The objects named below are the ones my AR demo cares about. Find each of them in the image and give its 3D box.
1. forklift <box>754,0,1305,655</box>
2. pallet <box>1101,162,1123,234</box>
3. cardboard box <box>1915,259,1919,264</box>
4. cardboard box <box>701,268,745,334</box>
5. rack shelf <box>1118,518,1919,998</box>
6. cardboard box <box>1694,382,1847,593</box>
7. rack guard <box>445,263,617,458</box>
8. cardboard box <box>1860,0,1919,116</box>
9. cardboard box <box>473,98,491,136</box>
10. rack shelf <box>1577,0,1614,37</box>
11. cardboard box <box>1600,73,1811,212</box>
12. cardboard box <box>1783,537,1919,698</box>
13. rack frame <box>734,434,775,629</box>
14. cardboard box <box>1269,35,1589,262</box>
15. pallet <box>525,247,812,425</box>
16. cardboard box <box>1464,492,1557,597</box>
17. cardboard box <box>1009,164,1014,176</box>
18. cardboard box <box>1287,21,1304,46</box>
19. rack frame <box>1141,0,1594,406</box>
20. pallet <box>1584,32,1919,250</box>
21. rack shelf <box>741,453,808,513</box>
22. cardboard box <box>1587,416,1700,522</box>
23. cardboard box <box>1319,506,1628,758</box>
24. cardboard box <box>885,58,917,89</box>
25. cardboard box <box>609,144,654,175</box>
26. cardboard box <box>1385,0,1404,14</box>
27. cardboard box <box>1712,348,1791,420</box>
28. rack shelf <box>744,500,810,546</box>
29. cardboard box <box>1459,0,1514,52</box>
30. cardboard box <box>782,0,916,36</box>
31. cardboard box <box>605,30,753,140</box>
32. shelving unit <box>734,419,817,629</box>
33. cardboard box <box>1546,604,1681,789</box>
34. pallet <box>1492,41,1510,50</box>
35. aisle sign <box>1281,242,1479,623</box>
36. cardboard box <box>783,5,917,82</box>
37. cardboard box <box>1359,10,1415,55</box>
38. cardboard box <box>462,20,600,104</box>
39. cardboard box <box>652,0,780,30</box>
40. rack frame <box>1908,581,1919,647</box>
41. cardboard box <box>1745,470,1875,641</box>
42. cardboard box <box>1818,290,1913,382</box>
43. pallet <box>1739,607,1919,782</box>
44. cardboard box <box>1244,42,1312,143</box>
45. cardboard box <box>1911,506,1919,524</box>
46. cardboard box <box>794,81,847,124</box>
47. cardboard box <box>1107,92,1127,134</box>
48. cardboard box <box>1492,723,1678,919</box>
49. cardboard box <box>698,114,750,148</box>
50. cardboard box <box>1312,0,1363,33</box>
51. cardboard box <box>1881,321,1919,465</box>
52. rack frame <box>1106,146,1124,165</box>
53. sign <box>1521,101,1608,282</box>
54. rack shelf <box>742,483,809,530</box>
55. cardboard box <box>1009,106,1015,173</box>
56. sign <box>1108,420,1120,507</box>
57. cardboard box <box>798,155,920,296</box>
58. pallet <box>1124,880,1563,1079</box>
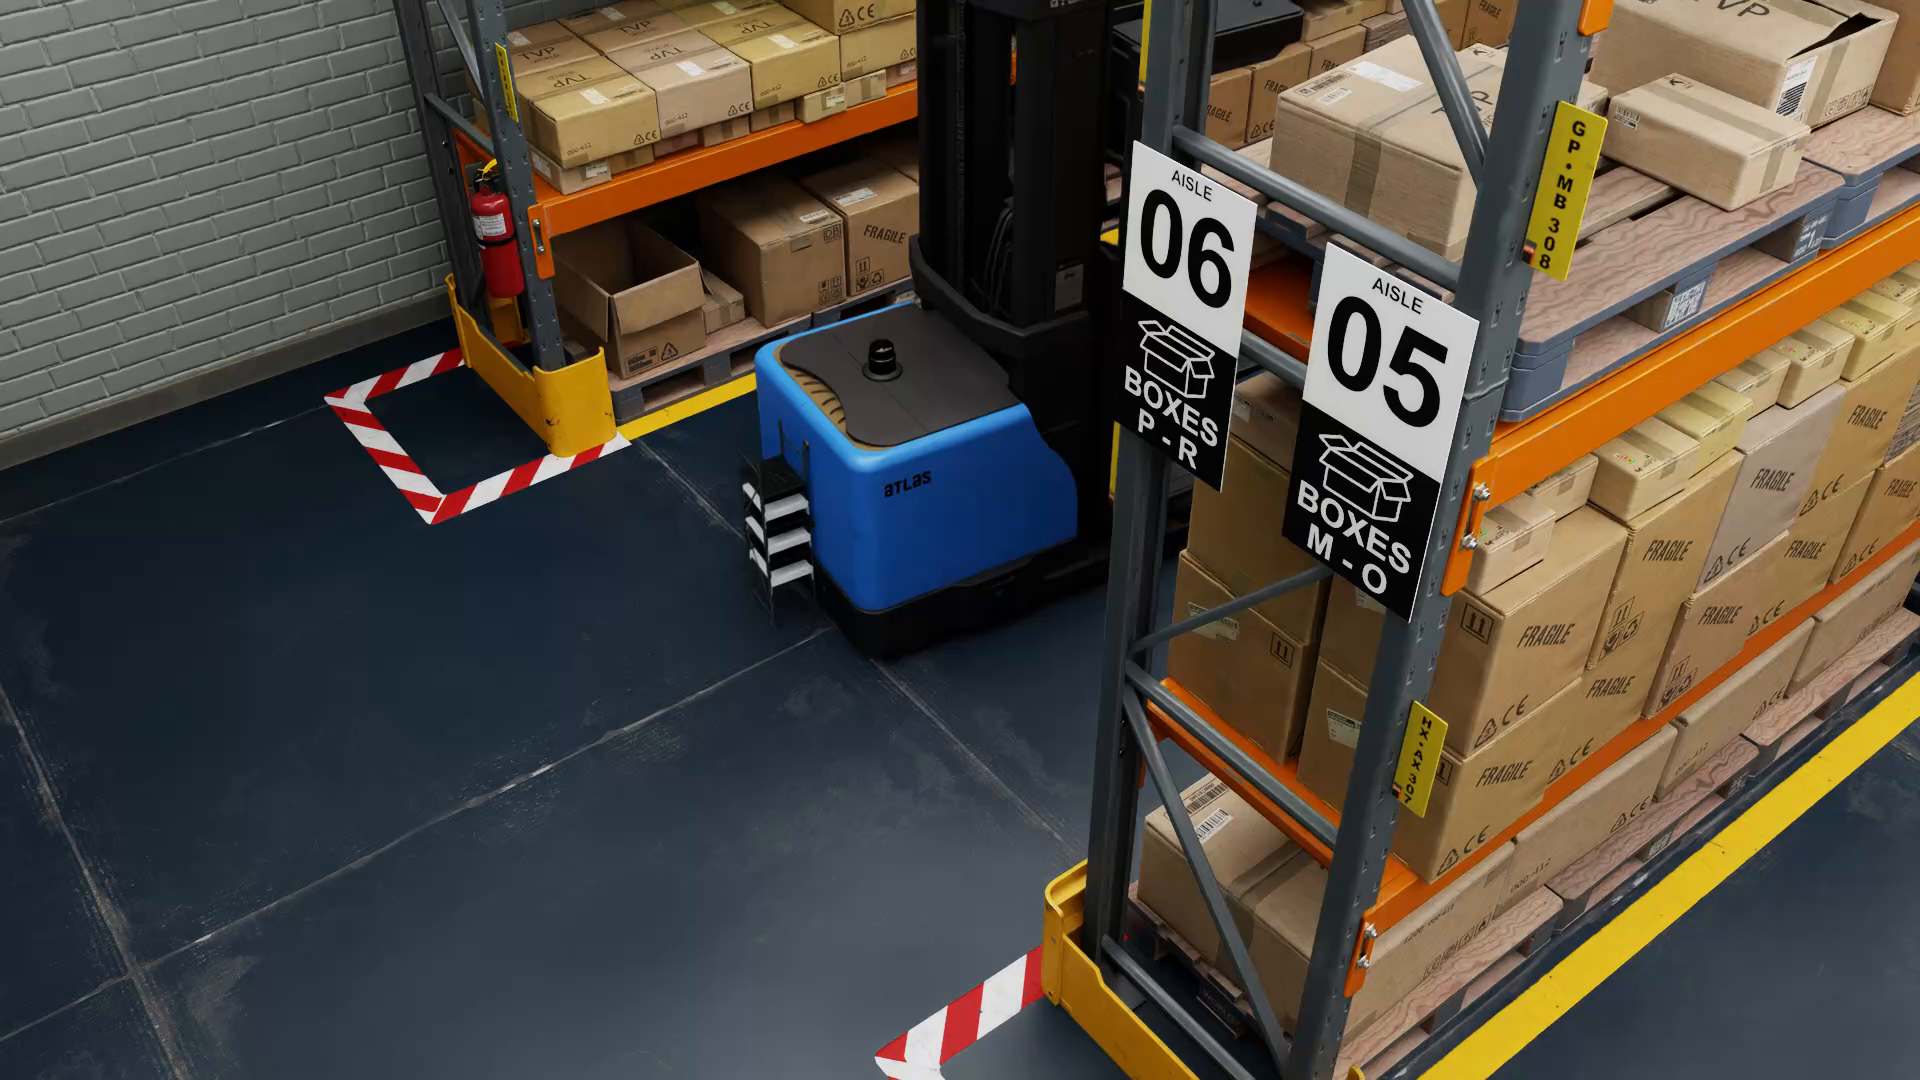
[{"bbox_3d":[0.642,-1.337,7.069,3.031,2.935,1.130,-20,44,-23],"label":"forklift"},{"bbox_3d":[0.367,-2.084,10.124,1.213,0.211,1.003,-26,46,-28],"label":"pallet"},{"bbox_3d":[2.838,-0.867,5.063,0.250,0.149,0.380,-27,46,-29],"label":"cardboard box"},{"bbox_3d":[-1.356,-1.275,8.855,0.250,0.149,0.380,-28,47,-30],"label":"cardboard box"},{"bbox_3d":[2.354,0.119,5.807,4.000,0.370,1.077,-26,46,-28],"label":"rack shelf"},{"bbox_3d":[2.131,-0.260,4.835,0.500,0.500,0.500,-26,46,-28],"label":"cardboard box"},{"bbox_3d":[-2.199,-0.944,8.507,0.348,0.500,1.175,-26,46,-28],"label":"rack guard"},{"bbox_3d":[2.458,-1.490,4.347,0.500,0.500,0.500,-25,46,-27],"label":"cardboard box"},{"bbox_3d":[-2.160,-2.047,8.078,0.250,0.149,0.380,-27,46,-29],"label":"cardboard box"},{"bbox_3d":[2.354,-2.046,4.032,4.000,0.370,1.077,-26,46,-28],"label":"rack shelf"},{"bbox_3d":[1.771,-0.955,3.972,0.250,0.149,0.380,-24,45,-27],"label":"cardboard box"},{"bbox_3d":[3.377,0.085,6.971,0.875,0.438,0.875,-27,46,-29],"label":"cardboard box"},{"bbox_3d":[-0.871,-0.026,7.072,0.006,0.900,0.240,-20,44,-23],"label":"rack frame"},{"bbox_3d":[1.070,-0.908,3.836,0.500,0.250,0.500,-30,48,-32],"label":"cardboard box"},{"bbox_3d":[-1.567,-1.141,8.975,1.213,0.211,1.003,-26,46,-28],"label":"pallet"},{"bbox_3d":[1.218,-0.060,4.080,0.250,0.149,0.380,-25,46,-27],"label":"cardboard box"},{"bbox_3d":[0.366,-2.031,9.686,0.258,0.266,0.396,-24,45,-27],"label":"cardboard box"},{"bbox_3d":[1.937,-3.242,10.466,0.250,0.149,0.380,-27,46,-29],"label":"cardboard box"},{"bbox_3d":[0.768,-1.706,2.734,0.127,3.000,1.000,-26,46,-28],"label":"rack frame"},{"bbox_3d":[2.318,-1.278,4.648,1.213,0.211,1.003,-26,46,-28],"label":"pallet"},{"bbox_3d":[-0.783,-0.241,6.961,0.200,0.077,0.258,-20,44,-23],"label":"rack shelf"},{"bbox_3d":[1.659,-0.240,4.299,0.250,0.149,0.380,-25,45,-27],"label":"cardboard box"},{"bbox_3d":[1.322,0.146,4.340,0.500,0.500,0.500,-27,46,-29],"label":"cardboard box"},{"bbox_3d":[-0.421,-2.492,8.621,0.250,0.149,0.380,-26,46,-28],"label":"cardboard box"},{"bbox_3d":[-1.658,-1.895,7.893,0.250,0.149,0.380,-25,45,-27],"label":"cardboard box"},{"bbox_3d":[2.778,-3.603,10.905,0.250,0.149,0.380,-28,47,-30],"label":"cardboard box"},{"bbox_3d":[2.033,-0.479,4.590,0.250,0.149,0.380,-26,46,-28],"label":"cardboard box"},{"bbox_3d":[-0.783,-0.102,7.076,0.200,0.077,0.258,-20,44,-23],"label":"rack shelf"},{"bbox_3d":[3.476,-3.709,11.546,0.500,0.500,0.500,-27,46,-29],"label":"cardboard box"},{"bbox_3d":[-0.546,-2.848,8.149,0.500,0.500,0.500,-25,45,-27],"label":"cardboard box"},{"bbox_3d":[-1.336,-2.173,7.918,0.500,0.250,0.500,-25,46,-28],"label":"cardboard box"},{"bbox_3d":[-0.783,-0.058,7.112,0.210,0.900,0.258,-20,44,-23],"label":"shelving unit"},{"bbox_3d":[1.708,0.324,4.911,0.500,0.500,0.500,-27,46,-29],"label":"cardboard box"},{"bbox_3d":[3.469,-3.625,12.003,1.213,0.211,1.003,-26,46,-28],"label":"pallet"},{"bbox_3d":[0.888,-0.218,3.601,0.004,0.787,0.394,-26,46,-28],"label":"aisle sign"},{"bbox_3d":[-0.543,-2.579,8.412,0.500,0.250,0.500,-27,47,-29],"label":"cardboard box"},{"bbox_3d":[2.663,-3.296,11.042,0.500,0.500,0.500,-28,47,-30],"label":"cardboard box"},{"bbox_3d":[-2.056,-2.249,8.011,0.500,0.250,0.500,-25,45,-27],"label":"cardboard box"},{"bbox_3d":[-1.251,-2.637,8.483,0.500,0.250,0.500,-25,45,-27],"label":"cardboard box"},{"bbox_3d":[3.940,-0.932,6.522,0.127,3.000,1.000,-26,46,-28],"label":"rack frame"},{"bbox_3d":[2.509,-0.065,5.386,0.500,0.500,0.500,-24,45,-27],"label":"cardboard box"},{"bbox_3d":[2.474,-0.639,4.785,0.250,0.149,0.380,-27,47,-29],"label":"cardboard box"},{"bbox_3d":[3.289,0.400,7.096,1.213,0.211,1.003,-26,46,-28],"label":"pallet"},{"bbox_3d":[1.849,-2.908,10.569,0.500,0.500,0.500,-27,46,-29],"label":"cardboard box"},{"bbox_3d":[3.323,-0.462,5.869,0.500,0.500,0.500,-27,47,-29],"label":"cardboard box"},{"bbox_3d":[-0.780,-2.246,8.321,0.250,0.149,0.380,-27,47,-29],"label":"cardboard box"},{"bbox_3d":[1.121,-2.961,10.635,0.500,0.500,0.500,-26,46,-28],"label":"cardboard box"},{"bbox_3d":[1.951,0.778,6.125,0.875,0.438,0.875,-25,45,-27],"label":"cardboard box"},{"bbox_3d":[-1.233,-2.081,8.119,0.250,0.149,0.380,-25,45,-27],"label":"cardboard box"},{"bbox_3d":[2.356,-3.415,10.676,0.250,0.149,0.380,-24,45,-27],"label":"cardboard box"},{"bbox_3d":[2.929,-0.643,5.301,0.500,0.500,0.500,-25,46,-28],"label":"cardboard box"},{"bbox_3d":[0.912,-3.427,9.563,0.127,3.000,1.000,-26,46,-28],"label":"rack frame"},{"bbox_3d":[1.102,-0.633,3.040,0.005,0.325,0.100,-26,46,-28],"label":"sign"},{"bbox_3d":[-0.783,-0.172,7.019,0.200,0.077,0.258,-20,44,-23],"label":"rack shelf"},{"bbox_3d":[0.244,-2.413,10.116,0.500,0.311,0.500,-24,45,-27],"label":"cardboard box"},{"bbox_3d":[0.449,-0.204,4.534,0.005,0.325,0.100,-26,46,-28],"label":"sign"},{"bbox_3d":[-0.535,-1.731,9.134,0.500,0.500,0.500,-25,46,-27],"label":"cardboard box"},{"bbox_3d":[1.355,1.343,5.946,1.213,0.211,1.003,-26,46,-28],"label":"pallet"}]
